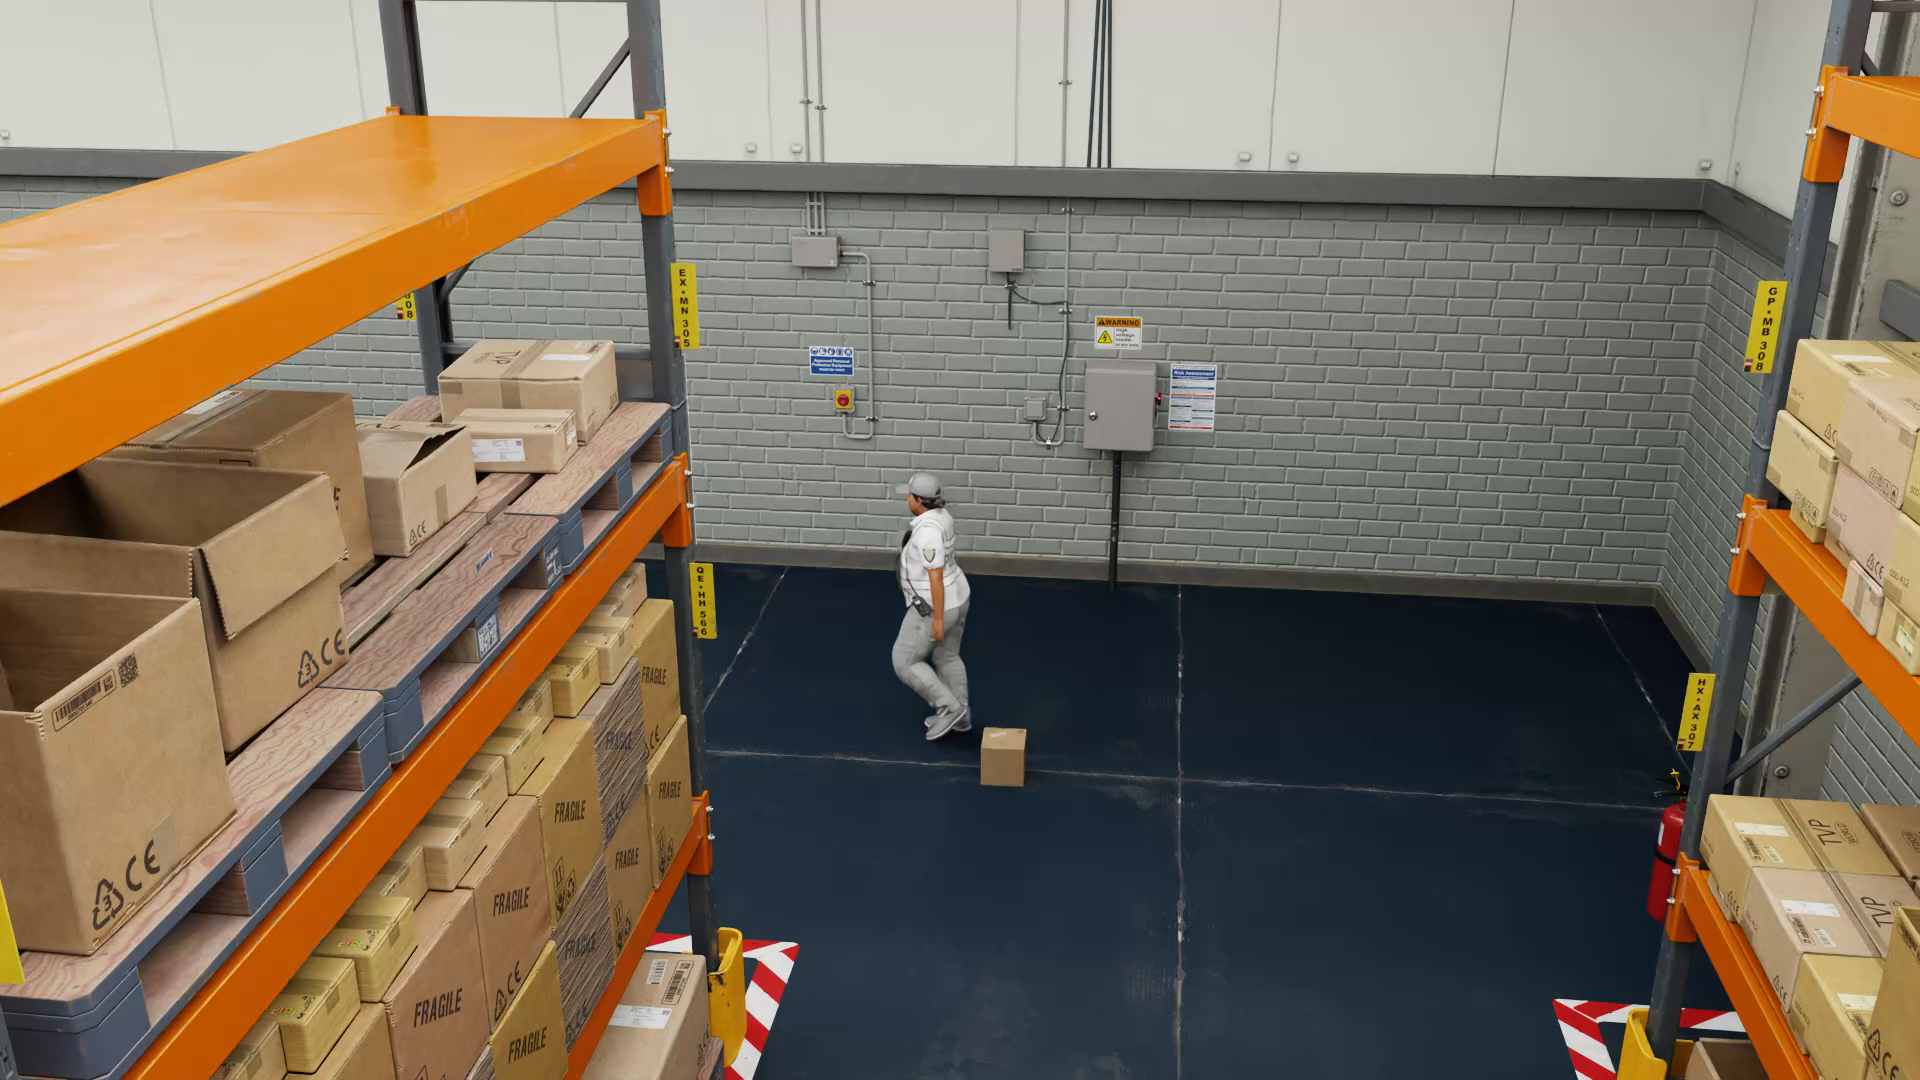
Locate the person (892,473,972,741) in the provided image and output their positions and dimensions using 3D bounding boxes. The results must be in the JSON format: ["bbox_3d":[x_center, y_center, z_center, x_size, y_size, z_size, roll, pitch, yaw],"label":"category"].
[{"bbox_3d":[-0.160,0.402,10.020,0.490,1.652,0.540,6,22,15],"label":"person"}]
